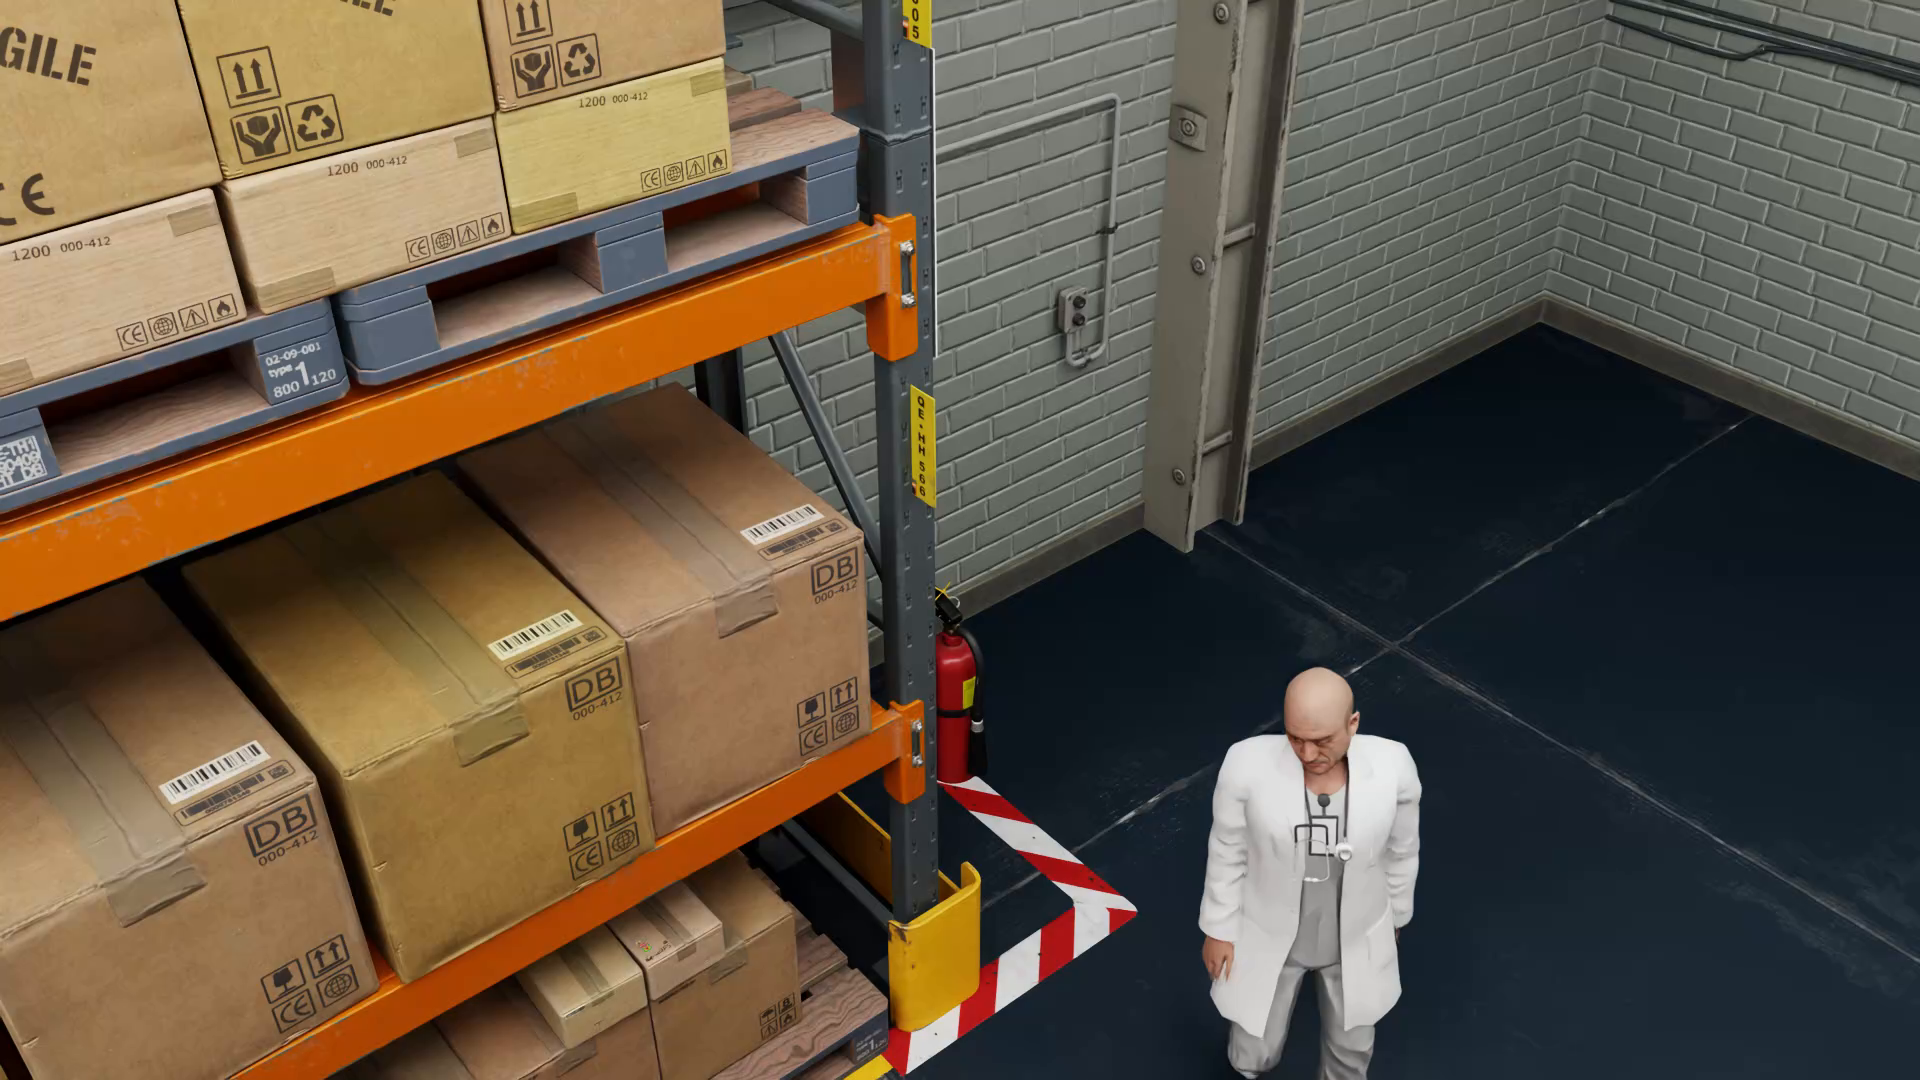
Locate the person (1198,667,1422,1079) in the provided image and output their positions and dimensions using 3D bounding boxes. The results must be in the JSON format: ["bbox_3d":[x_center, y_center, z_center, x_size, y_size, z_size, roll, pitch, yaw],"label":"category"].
[{"bbox_3d":[0.962,1.050,4.651,0.599,1.755,0.629,1,35,1],"label":"person"}]
